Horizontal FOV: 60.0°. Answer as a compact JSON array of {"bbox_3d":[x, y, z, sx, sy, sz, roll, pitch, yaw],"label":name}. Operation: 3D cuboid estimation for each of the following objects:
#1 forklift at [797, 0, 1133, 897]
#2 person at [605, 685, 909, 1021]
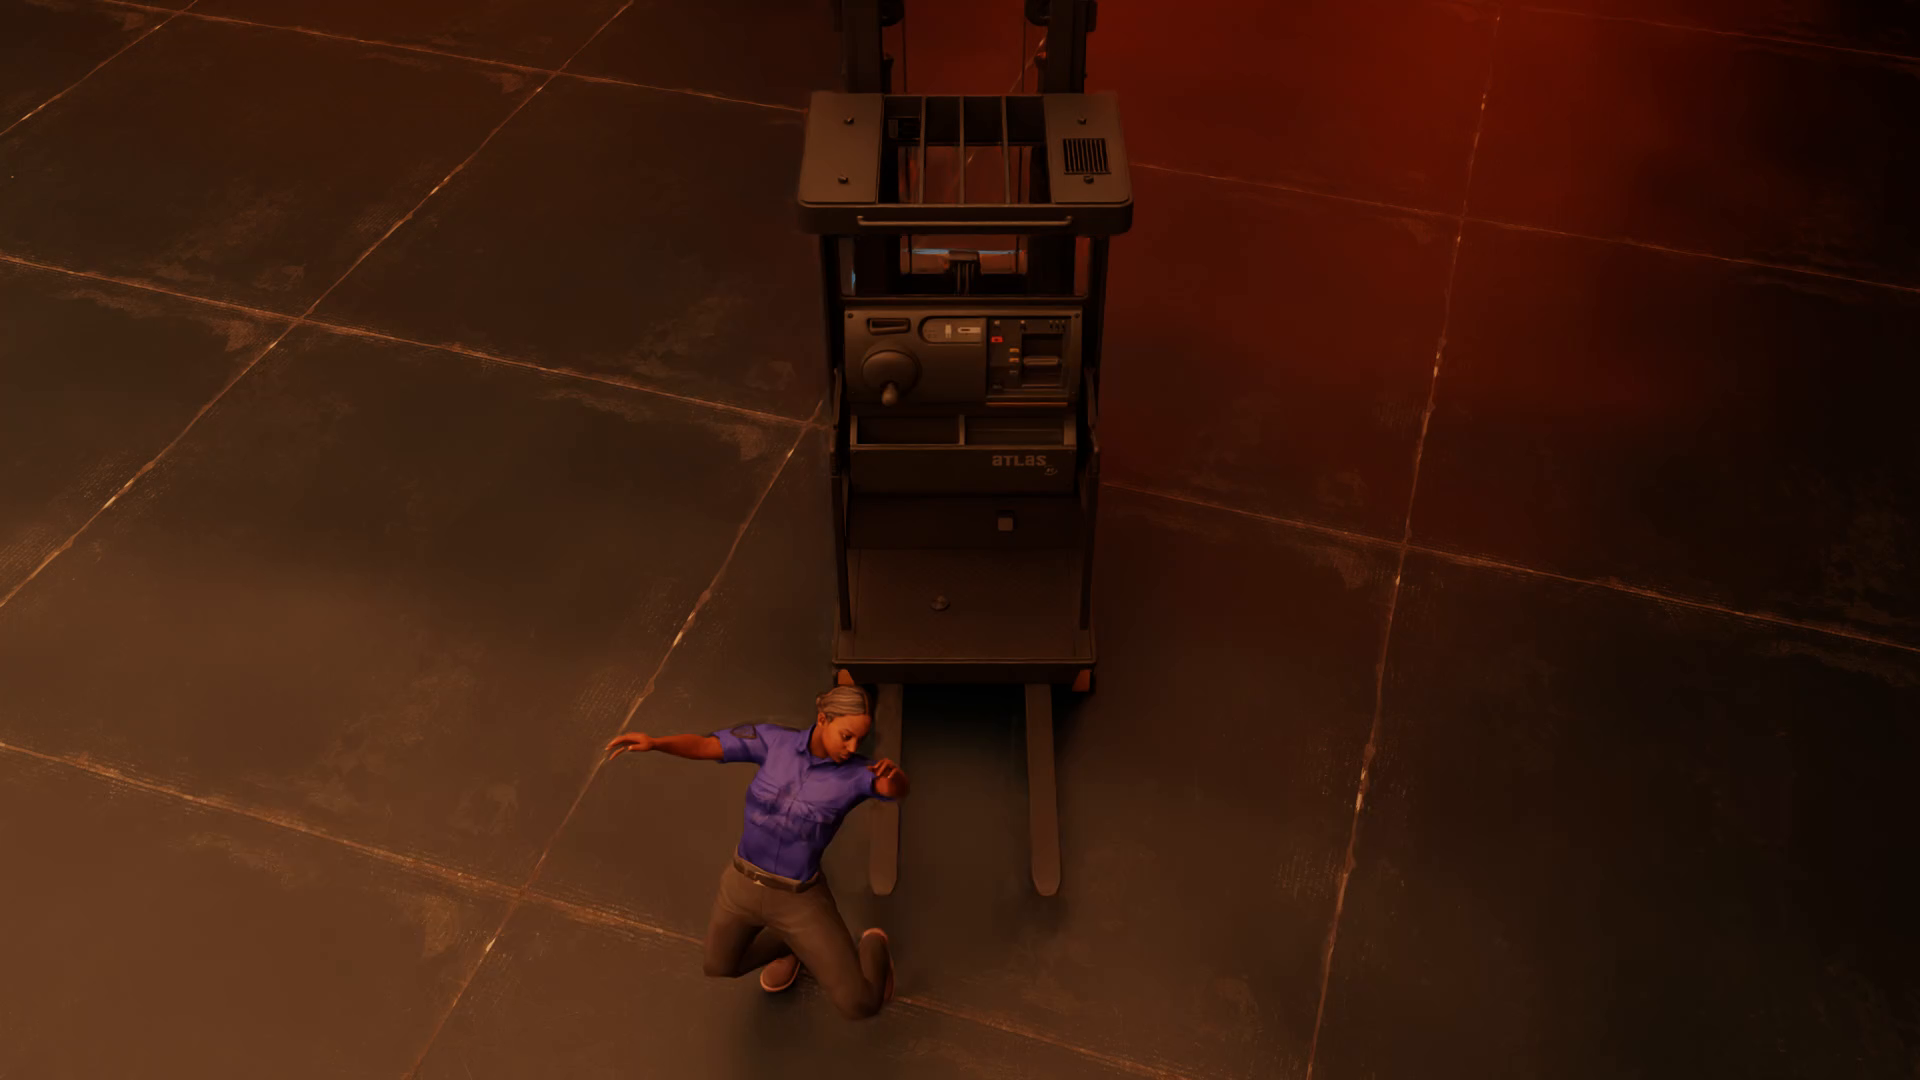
[{"bbox_3d":[0.016,-0.635,6.371,1.130,2.935,3.031,0,43,0],"label":"forklift"},{"bbox_3d":[-0.565,1.037,5.563,0.896,1.586,0.677,13,45,14],"label":"person"}]
